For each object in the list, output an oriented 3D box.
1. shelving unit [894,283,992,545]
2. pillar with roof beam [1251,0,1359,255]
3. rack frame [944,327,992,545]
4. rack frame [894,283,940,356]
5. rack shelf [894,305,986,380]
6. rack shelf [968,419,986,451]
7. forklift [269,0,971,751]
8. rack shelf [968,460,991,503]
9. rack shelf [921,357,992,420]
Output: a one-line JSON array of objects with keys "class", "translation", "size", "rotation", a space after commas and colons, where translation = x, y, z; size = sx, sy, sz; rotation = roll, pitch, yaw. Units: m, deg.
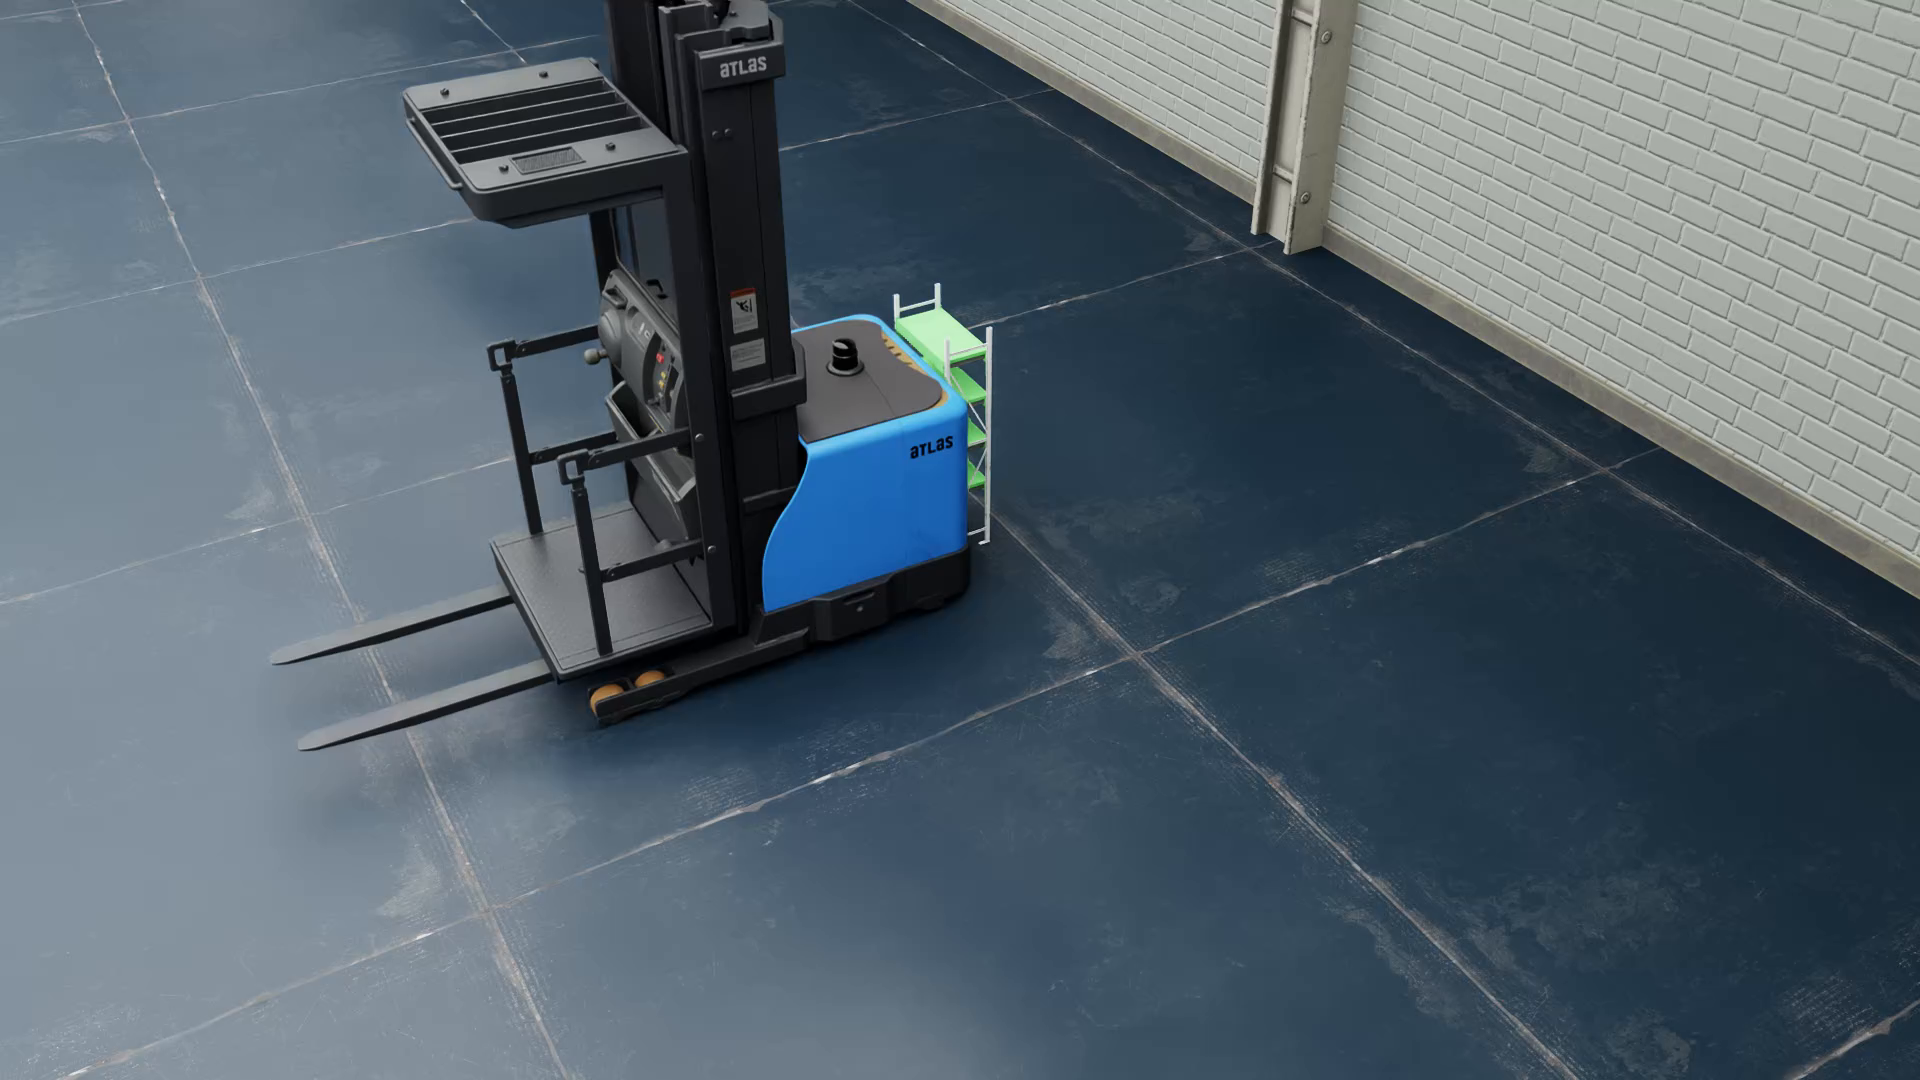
[{"class": "shelving unit", "translation": [-0.081, -0.570, 8.012], "size": [0.258, 1.200, 0.503], "rotation": [-18, 40, -23]}, {"class": "pillar with roof beam", "translation": [-1.561, -4.352, 6.580], "size": [9.100, 9.000, 0.400], "rotation": [-19, 40, -24]}, {"class": "rack frame", "translation": [0.038, -0.444, 7.840], "size": [0.240, 1.200, 0.015], "rotation": [-18, 40, -23]}, {"class": "rack frame", "translation": [-0.201, -0.695, 8.184], "size": [0.240, 1.200, 0.015], "rotation": [-18, 40, -23]}, {"class": "rack shelf", "translation": [-0.082, -0.905, 7.767], "size": [0.258, 0.148, 0.480], "rotation": [-18, 40, -23]}, {"class": "rack shelf", "translation": [-0.081, -0.518, 8.050], "size": [0.258, 0.148, 0.480], "rotation": [-18, 40, -23]}, {"class": "forklift", "translation": [-1.494, -0.751, 6.794], "size": [3.031, 2.935, 1.130], "rotation": [-18, 40, -23]}, {"class": "rack shelf", "translation": [-0.081, -0.324, 8.192], "size": [0.258, 0.148, 0.480], "rotation": [-18, 40, -23]}, {"class": "rack shelf", "translation": [-0.081, -0.712, 7.908], "size": [0.258, 0.148, 0.480], "rotation": [-18, 40, -23]}]
